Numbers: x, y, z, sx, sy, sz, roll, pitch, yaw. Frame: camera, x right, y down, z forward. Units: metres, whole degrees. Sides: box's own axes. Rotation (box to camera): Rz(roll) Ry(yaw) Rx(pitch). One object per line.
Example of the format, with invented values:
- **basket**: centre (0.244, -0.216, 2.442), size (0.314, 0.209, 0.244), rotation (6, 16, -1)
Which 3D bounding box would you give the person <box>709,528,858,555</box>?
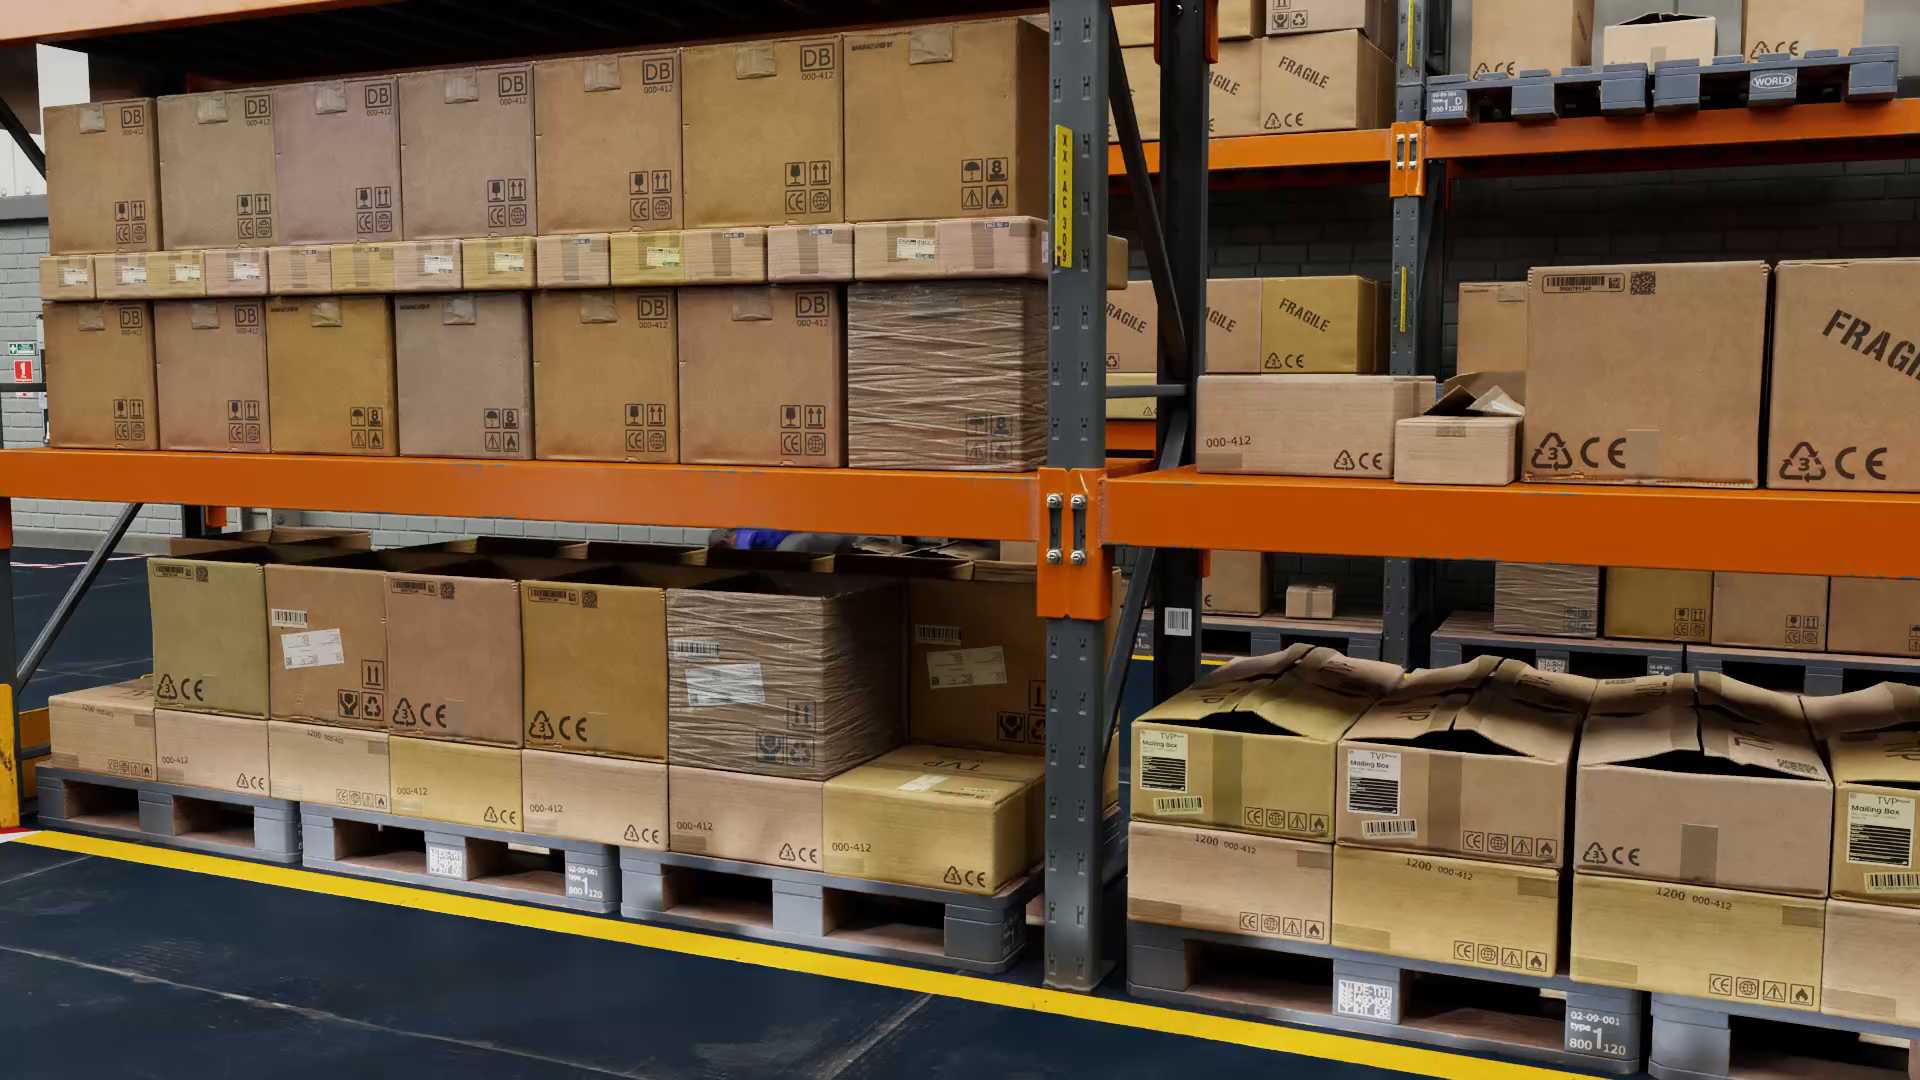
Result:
- **person**: centre (-1.001, 0.218, 9.109), size (0.883, 0.876, 0.443), rotation (2, 6, 21)
